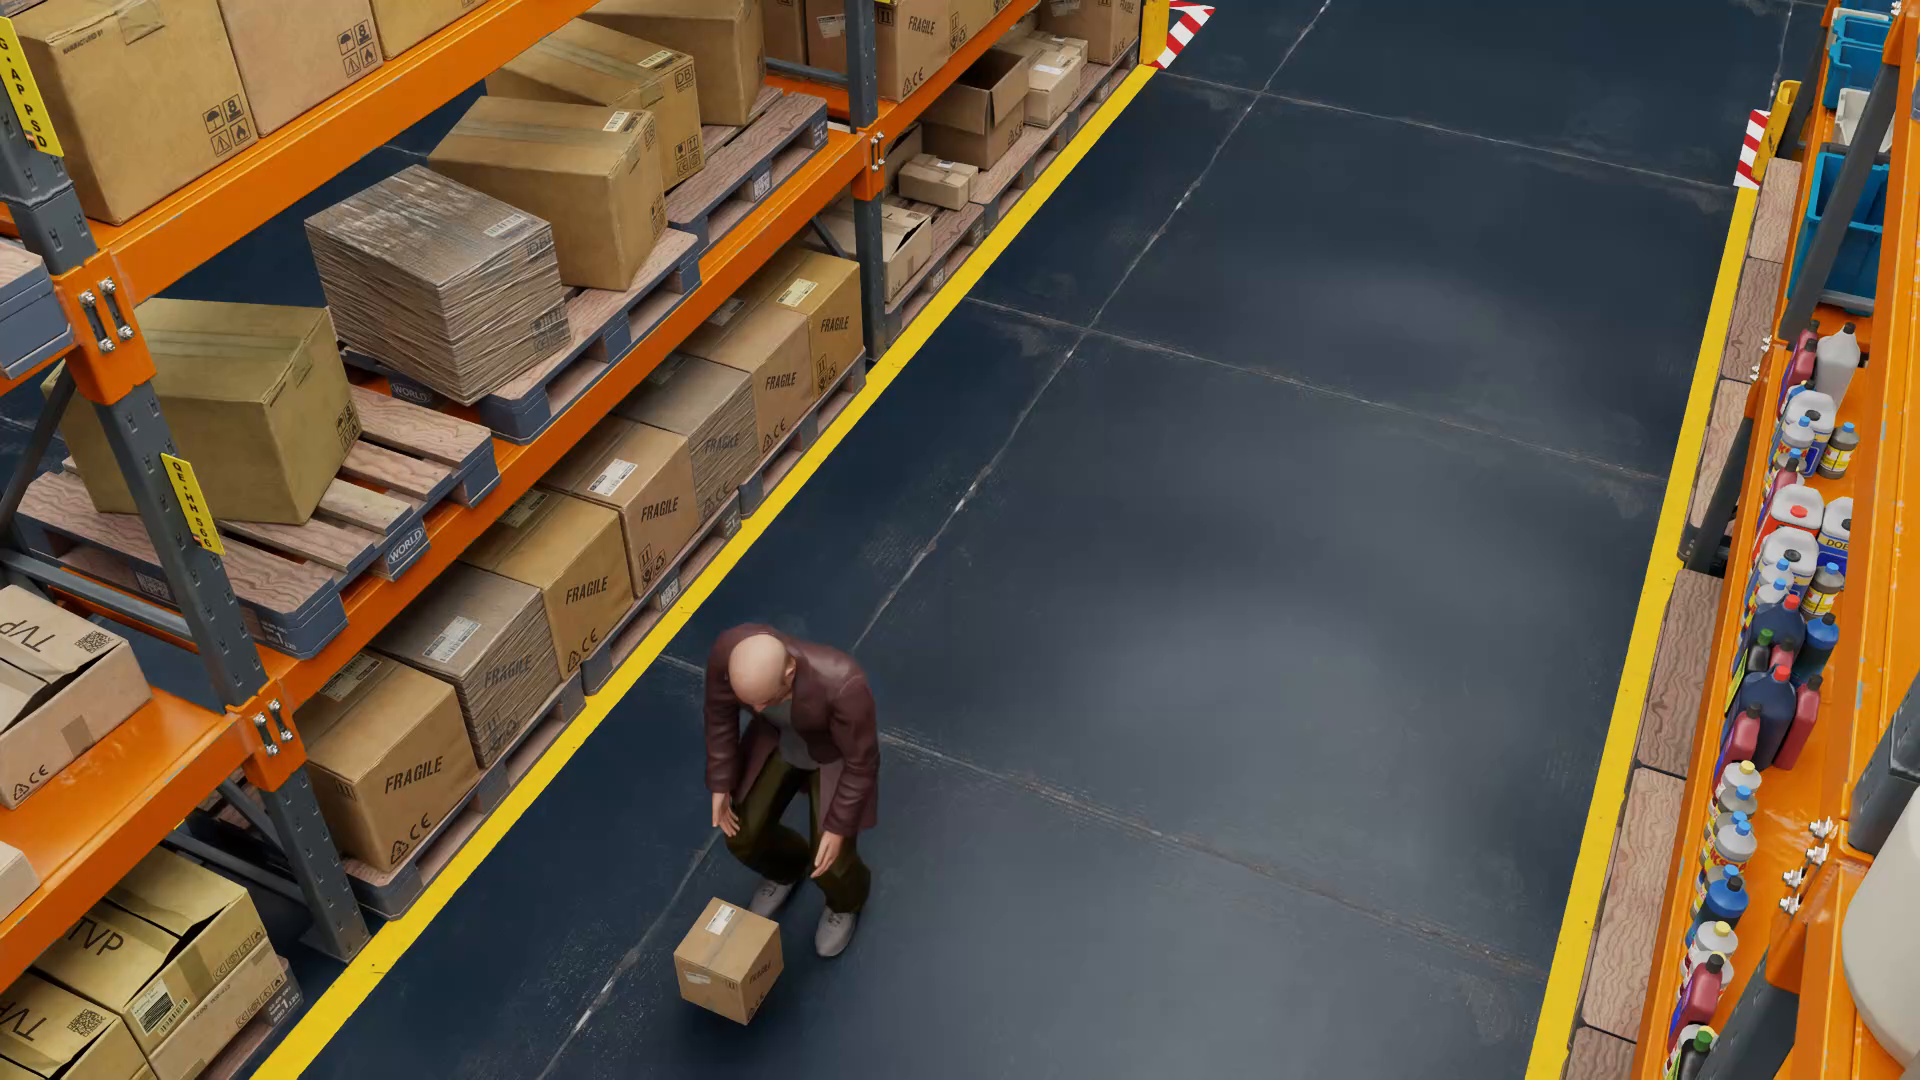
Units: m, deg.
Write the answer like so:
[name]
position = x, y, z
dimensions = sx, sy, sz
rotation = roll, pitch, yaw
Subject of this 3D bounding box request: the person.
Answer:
[person]
position = -0.513, 0.761, 5.475
dimensions = 0.626, 1.564, 0.612
rotation = 18, 44, 19
